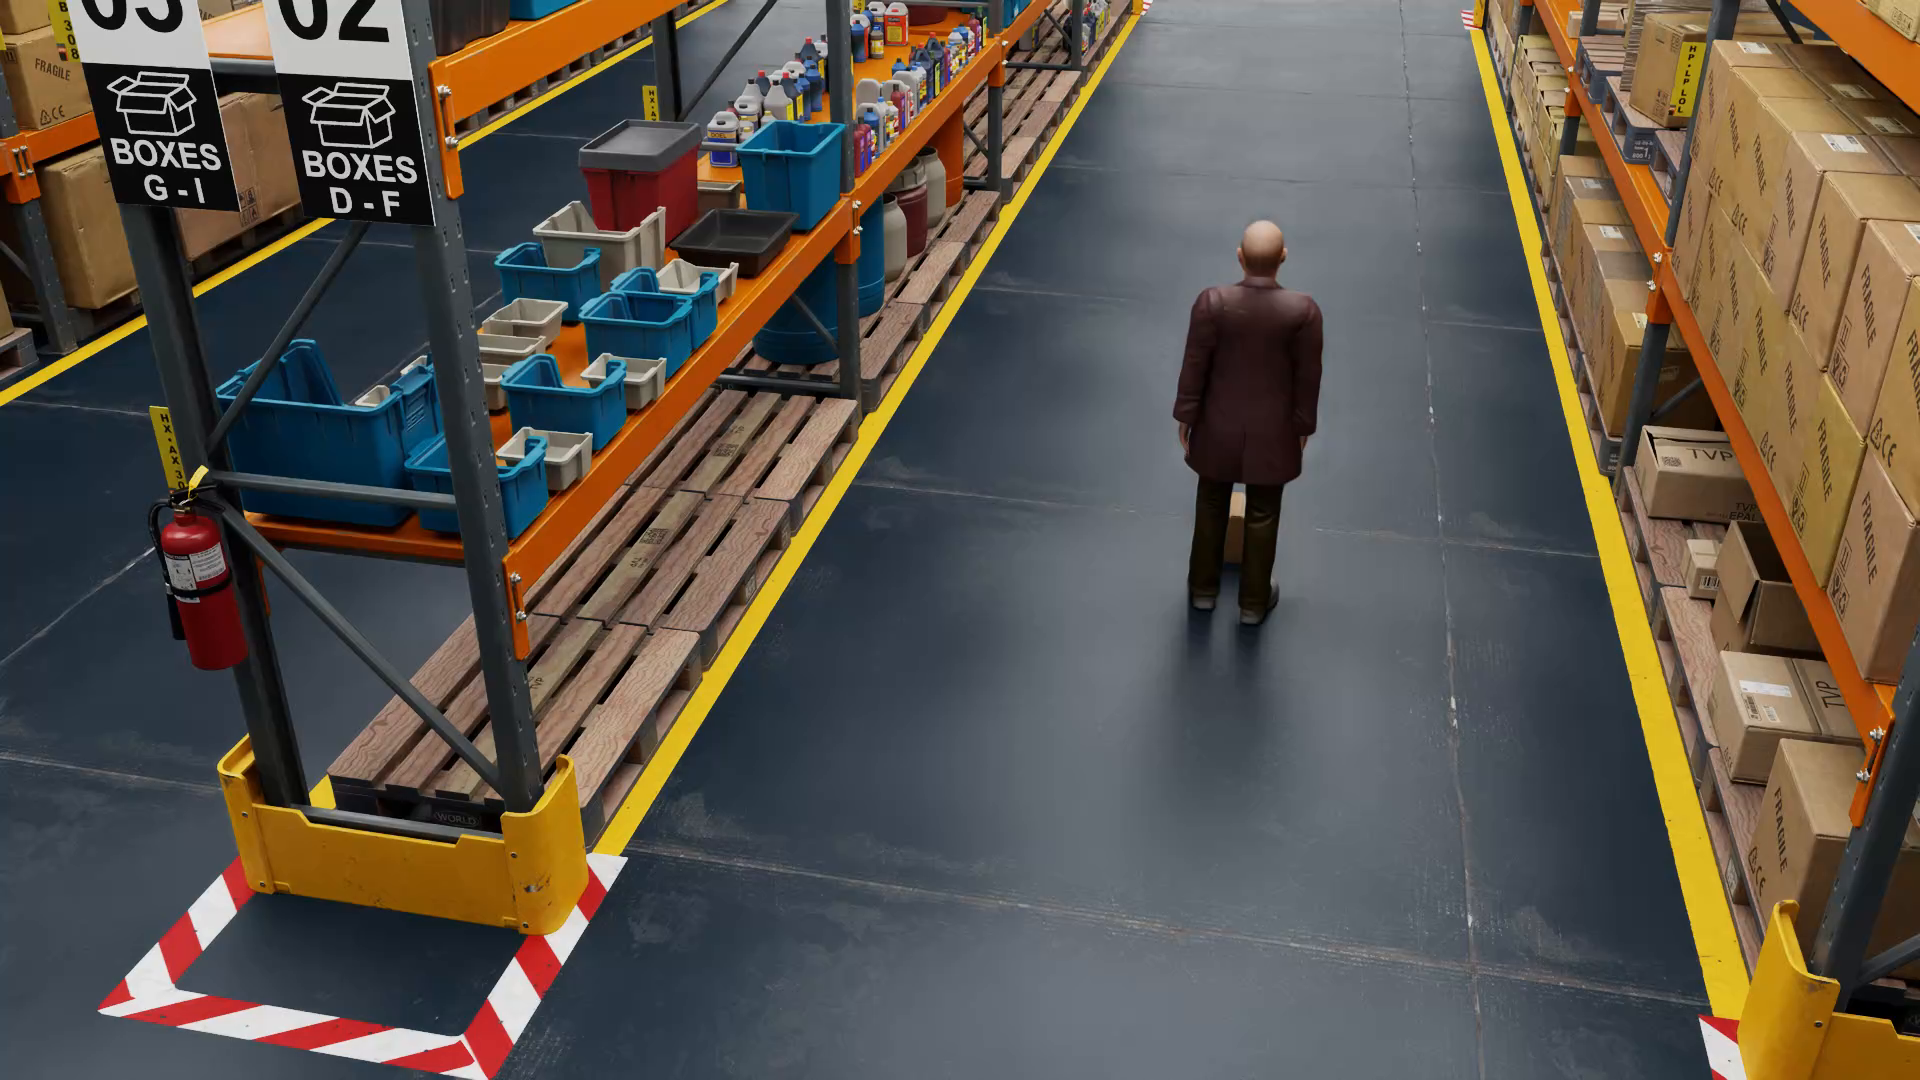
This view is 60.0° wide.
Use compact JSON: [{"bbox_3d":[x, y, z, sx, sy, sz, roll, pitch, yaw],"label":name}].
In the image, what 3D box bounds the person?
[{"bbox_3d":[1.213,-0.513,7.086,0.601,1.789,0.454,6,29,11],"label":"person"}]
